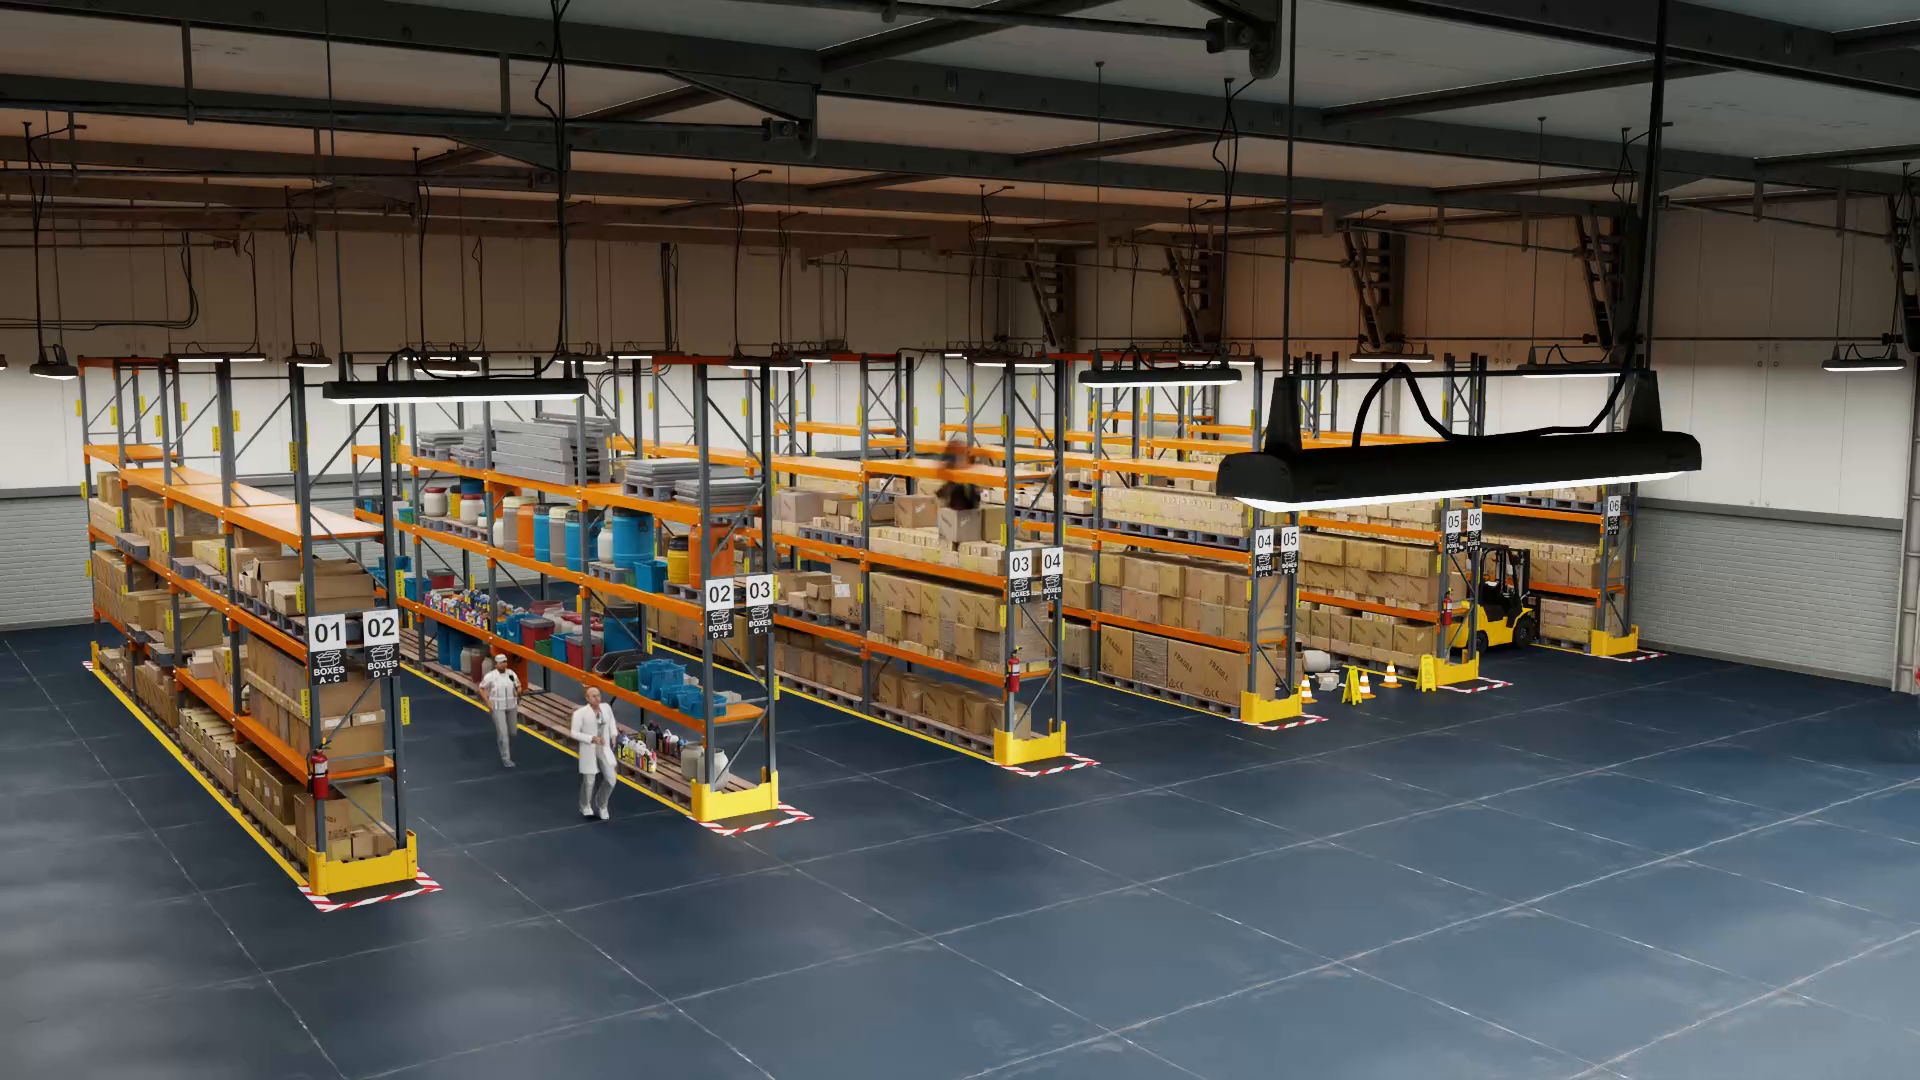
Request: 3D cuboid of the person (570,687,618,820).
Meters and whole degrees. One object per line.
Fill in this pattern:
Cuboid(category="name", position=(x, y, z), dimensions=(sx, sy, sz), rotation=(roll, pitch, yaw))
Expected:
Cuboid(category="person", position=(-4.768, 2.827, 21.839), dimensions=(0.724, 1.815, 0.748), rotation=(-5, 9, -38))

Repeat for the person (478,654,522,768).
Cuboid(category="person", position=(-6.826, 2.512, 24.810), dimensions=(0.619, 1.638, 0.843), rotation=(-5, 9, -37))

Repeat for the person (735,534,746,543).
Cuboid(category="person", position=(-5.508, 0.573, 40.582), dimensions=(0.596, 1.635, 0.932), rotation=(4, 8, 30))
